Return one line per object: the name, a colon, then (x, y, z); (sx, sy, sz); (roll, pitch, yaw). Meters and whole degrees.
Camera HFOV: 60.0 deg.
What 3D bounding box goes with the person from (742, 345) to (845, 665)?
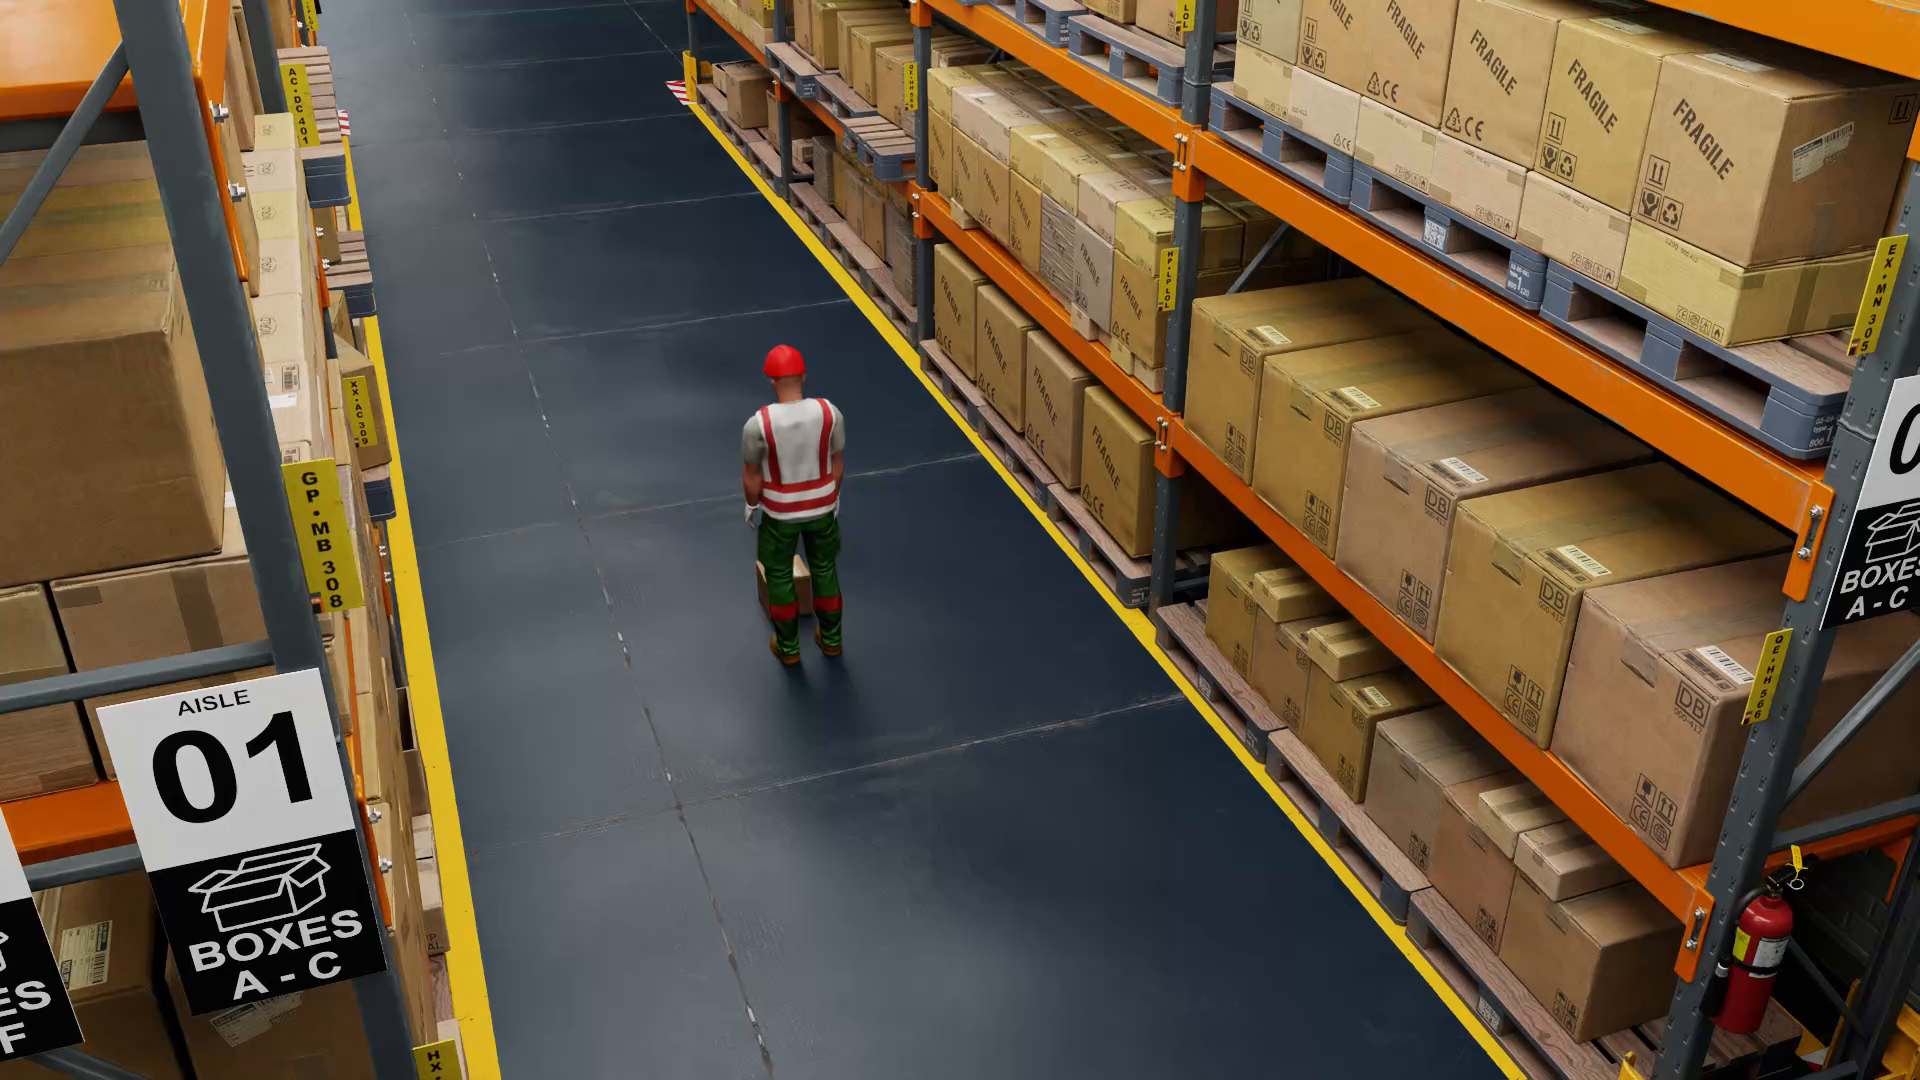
person: (-0.859, -0.171, 8.643); (0.530, 1.776, 0.371); (-10, 31, -17)
